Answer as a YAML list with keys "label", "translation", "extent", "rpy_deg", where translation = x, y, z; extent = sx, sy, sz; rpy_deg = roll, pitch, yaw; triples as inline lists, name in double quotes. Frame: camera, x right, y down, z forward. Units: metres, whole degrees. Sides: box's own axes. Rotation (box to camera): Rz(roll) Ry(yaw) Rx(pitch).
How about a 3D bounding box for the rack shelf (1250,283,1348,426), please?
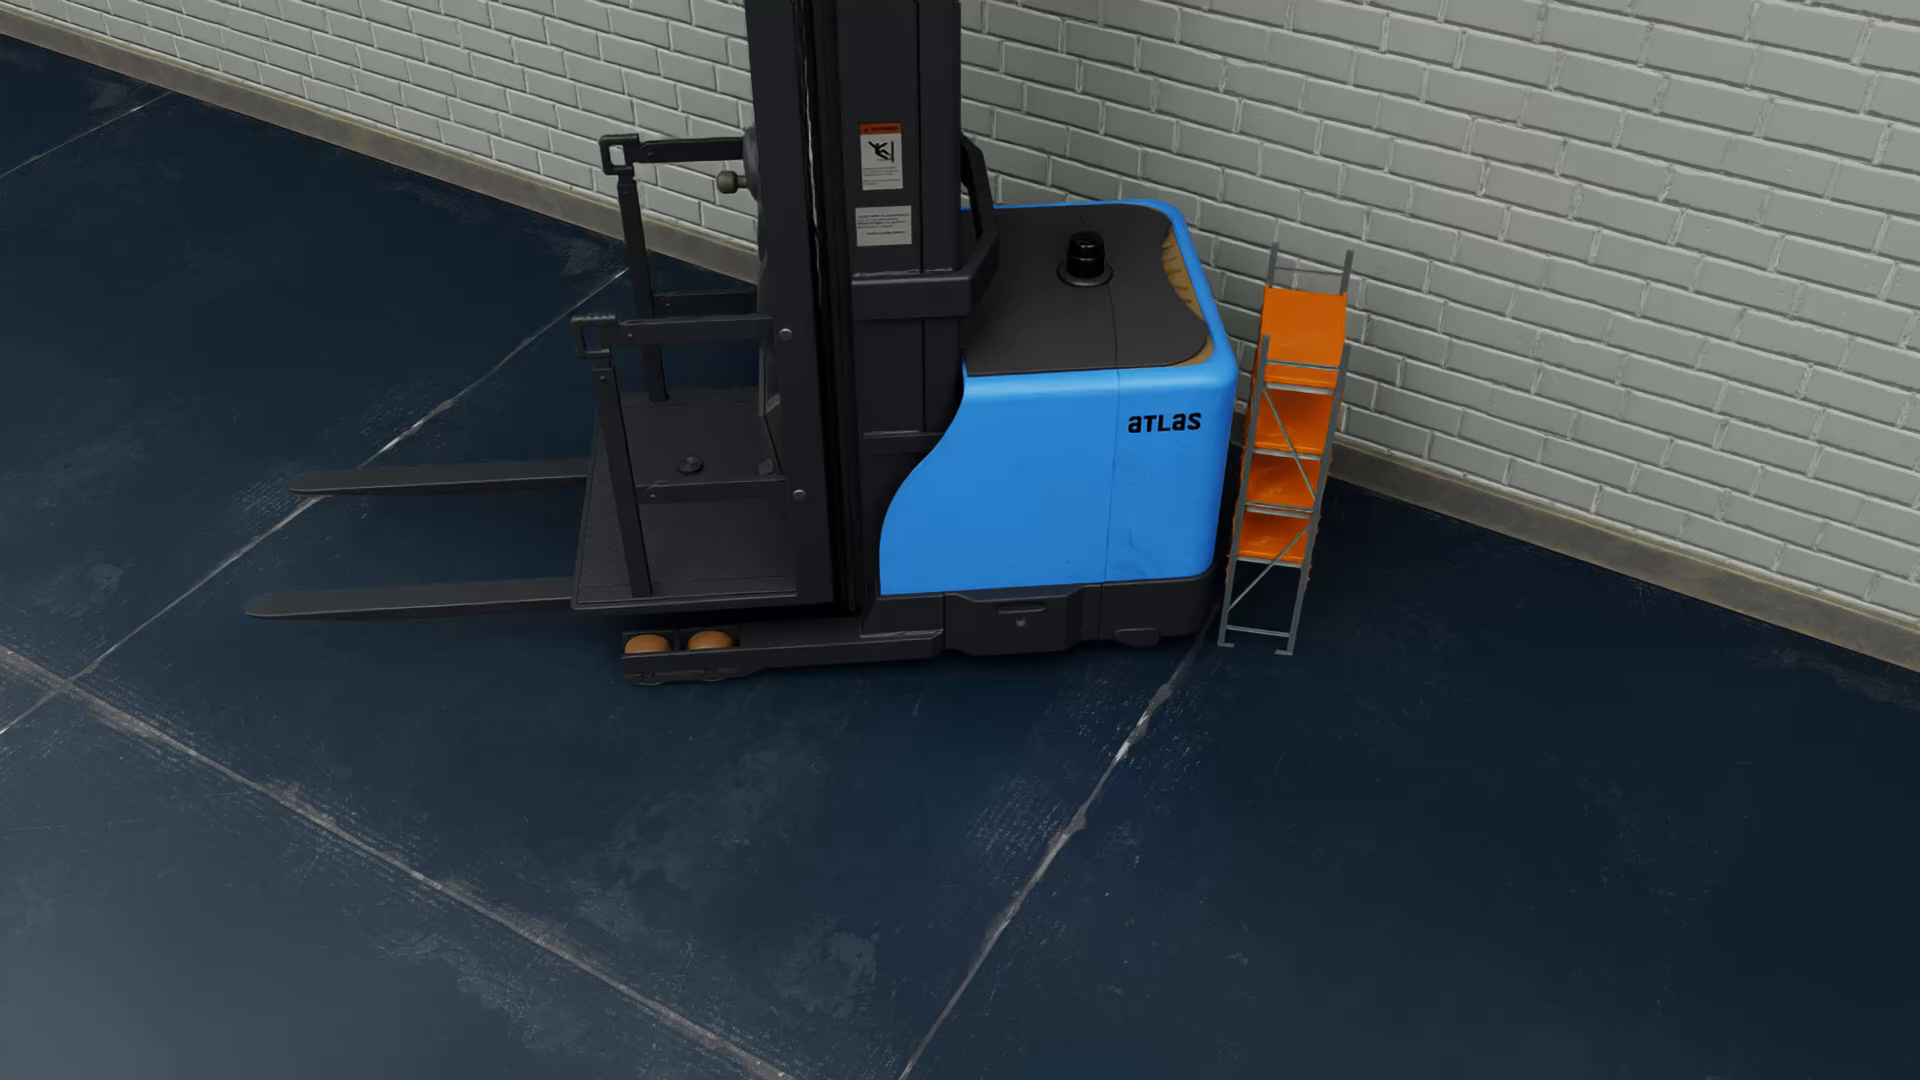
- label: "rack shelf"
  translation: [0.996, -0.551, 4.872]
  extent: [0.258, 0.148, 0.480]
  rpy_deg: [7, 42, 8]

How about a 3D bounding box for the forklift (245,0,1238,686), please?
- label: "forklift"
  translation: [-0.738, -1.008, 4.677]
  extent: [3.031, 2.935, 1.130]
  rpy_deg: [-3, 41, -4]

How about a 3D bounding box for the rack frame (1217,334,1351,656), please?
- label: "rack frame"
  translation: [0.949, -0.098, 4.952]
  extent: [0.240, 1.200, 0.015]
  rpy_deg: [7, 42, 8]

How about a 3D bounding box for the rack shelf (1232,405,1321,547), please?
- label: "rack shelf"
  translation: [0.995, -0.205, 5.177]
  extent: [0.258, 0.148, 0.480]
  rpy_deg: [7, 42, 8]

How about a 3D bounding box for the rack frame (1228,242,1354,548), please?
- label: "rack frame"
  translation: [1.042, -0.414, 5.312]
  extent: [0.240, 1.200, 0.015]
  rpy_deg: [7, 42, 8]

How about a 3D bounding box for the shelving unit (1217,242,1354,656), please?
- label: "shelving unit"
  translation: [0.995, -0.256, 5.132]
  extent: [0.258, 1.200, 0.503]
  rpy_deg: [7, 42, 8]

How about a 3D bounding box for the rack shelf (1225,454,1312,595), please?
- label: "rack shelf"
  translation: [0.995, -0.056, 5.308]
  extent: [0.258, 0.148, 0.480]
  rpy_deg: [7, 42, 8]

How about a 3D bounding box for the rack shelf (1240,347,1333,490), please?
- label: "rack shelf"
  translation: [0.996, -0.373, 5.029]
  extent: [0.258, 0.148, 0.480]
  rpy_deg: [7, 42, 8]
